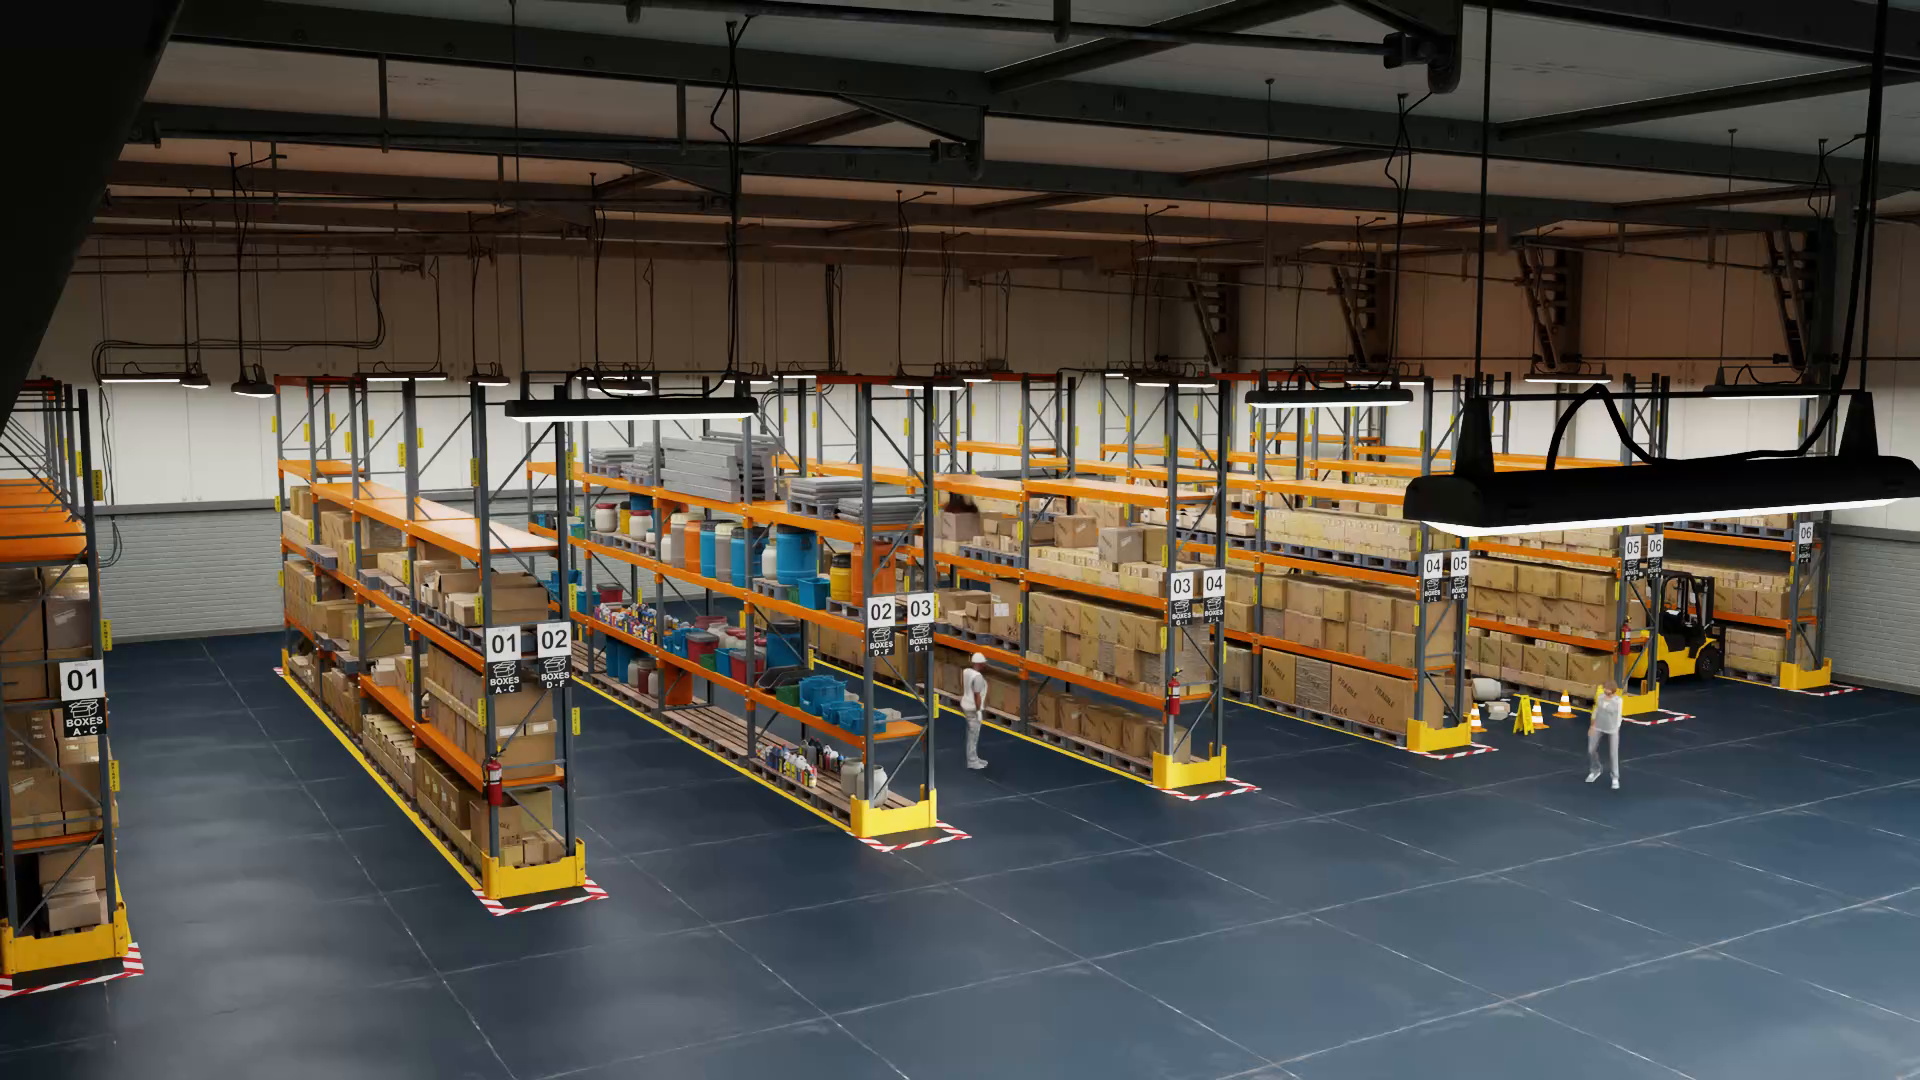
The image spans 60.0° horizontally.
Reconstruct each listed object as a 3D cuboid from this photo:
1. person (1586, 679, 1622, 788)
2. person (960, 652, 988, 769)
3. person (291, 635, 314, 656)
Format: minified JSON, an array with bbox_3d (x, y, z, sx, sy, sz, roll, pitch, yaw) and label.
[{"bbox_3d":[9.533,2.834,24.582,0.488,1.603,0.359,4,8,35],"label":"person"},{"bbox_3d":[0.233,2.629,25.743,0.411,1.799,0.583,-2,7,-17],"label":"person"},{"bbox_3d":[-13.661,1.688,34.680,0.568,1.667,0.620,-3,7,-27],"label":"person"}]
